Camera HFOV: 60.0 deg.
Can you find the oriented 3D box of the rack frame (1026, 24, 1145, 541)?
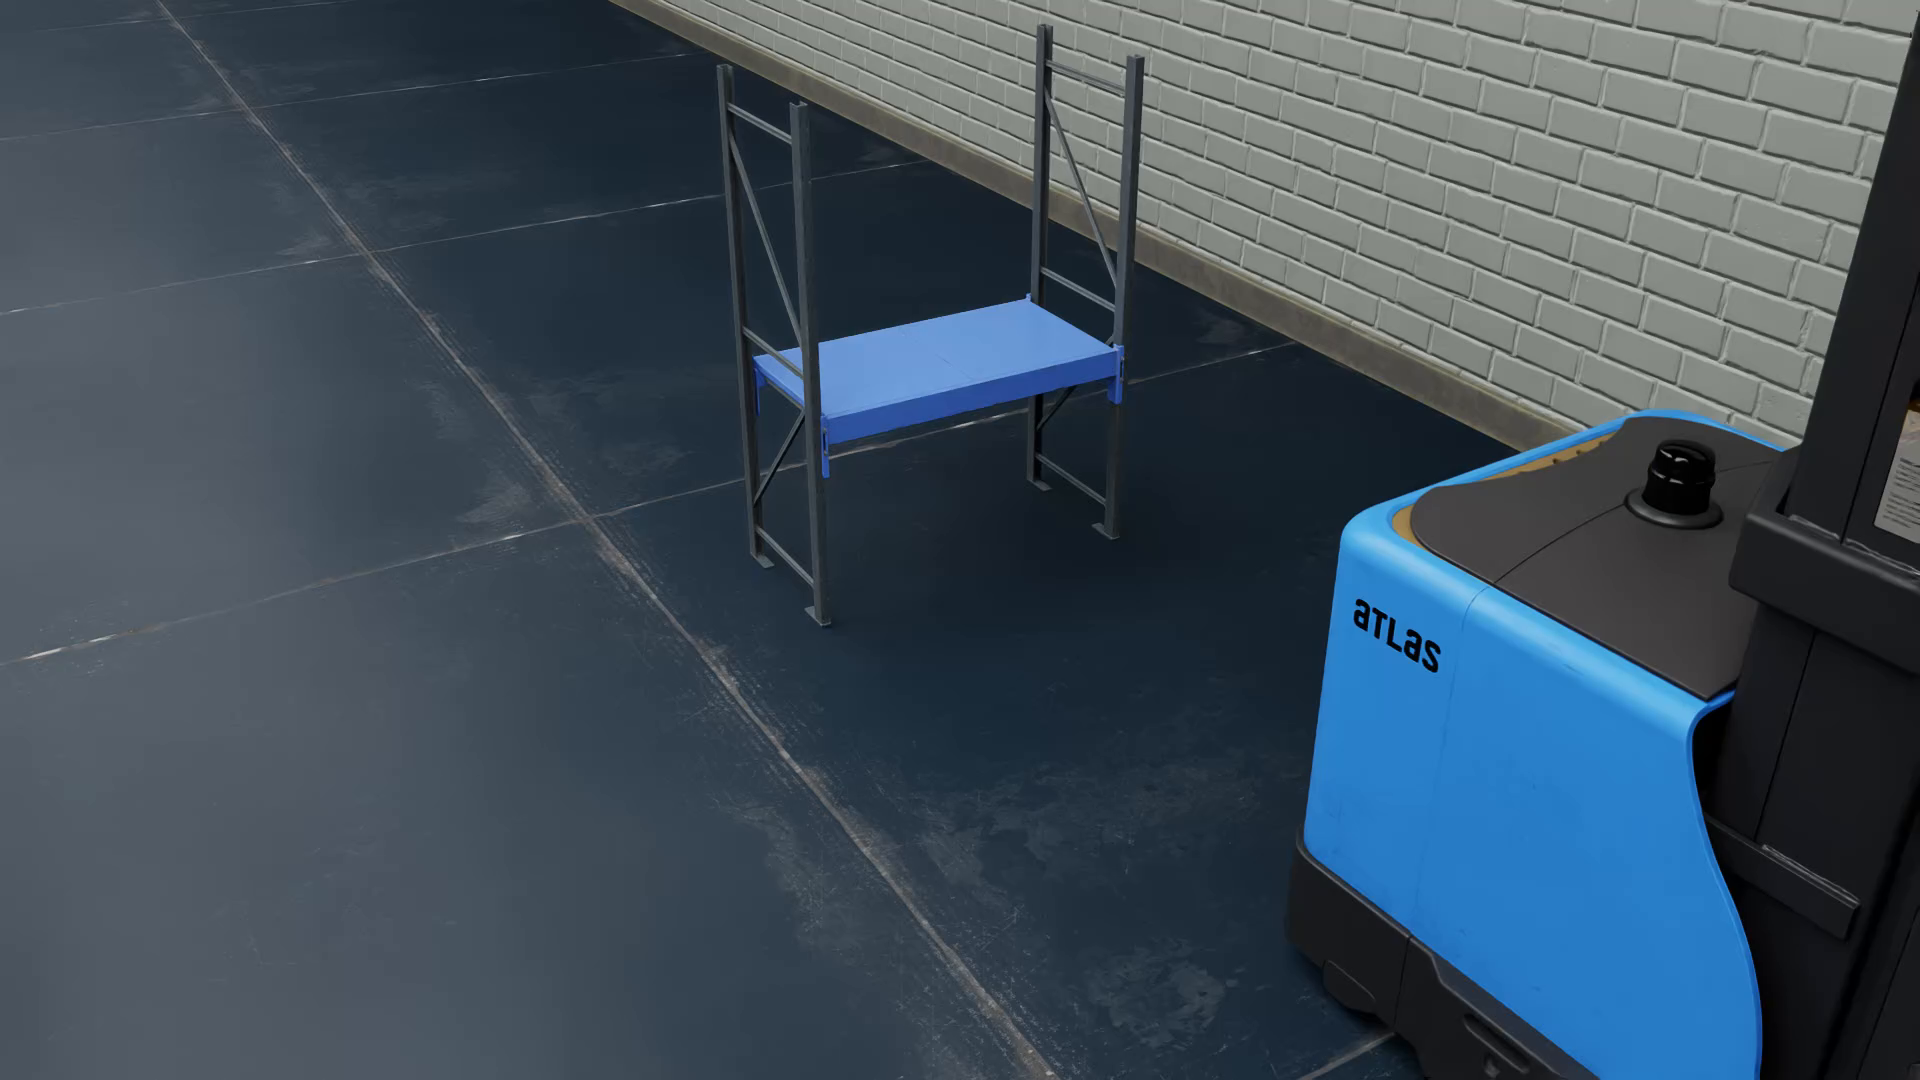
[{"bbox_3d":[0.365,-0.760,5.075,0.032,1.500,0.500,-16,33,-26],"label":"rack frame"}]

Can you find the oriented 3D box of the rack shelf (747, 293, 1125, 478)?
[{"bbox_3d":[-0.074,-0.478,4.937,1.000,0.185,0.538,-16,33,-26],"label":"rack shelf"}]

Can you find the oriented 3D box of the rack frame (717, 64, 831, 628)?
[{"bbox_3d":[-0.512,-0.511,4.624,0.032,1.500,0.500,-16,33,-26],"label":"rack frame"}]

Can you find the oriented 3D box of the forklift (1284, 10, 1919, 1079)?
[{"bbox_3d":[1.929,0.078,2.076,1.130,2.935,3.031,-18,33,-29],"label":"forklift"}]

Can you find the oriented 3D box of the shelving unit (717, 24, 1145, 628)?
[{"bbox_3d":[-0.074,-0.636,4.850,1.048,1.500,0.538,-16,33,-26],"label":"shelving unit"}]
